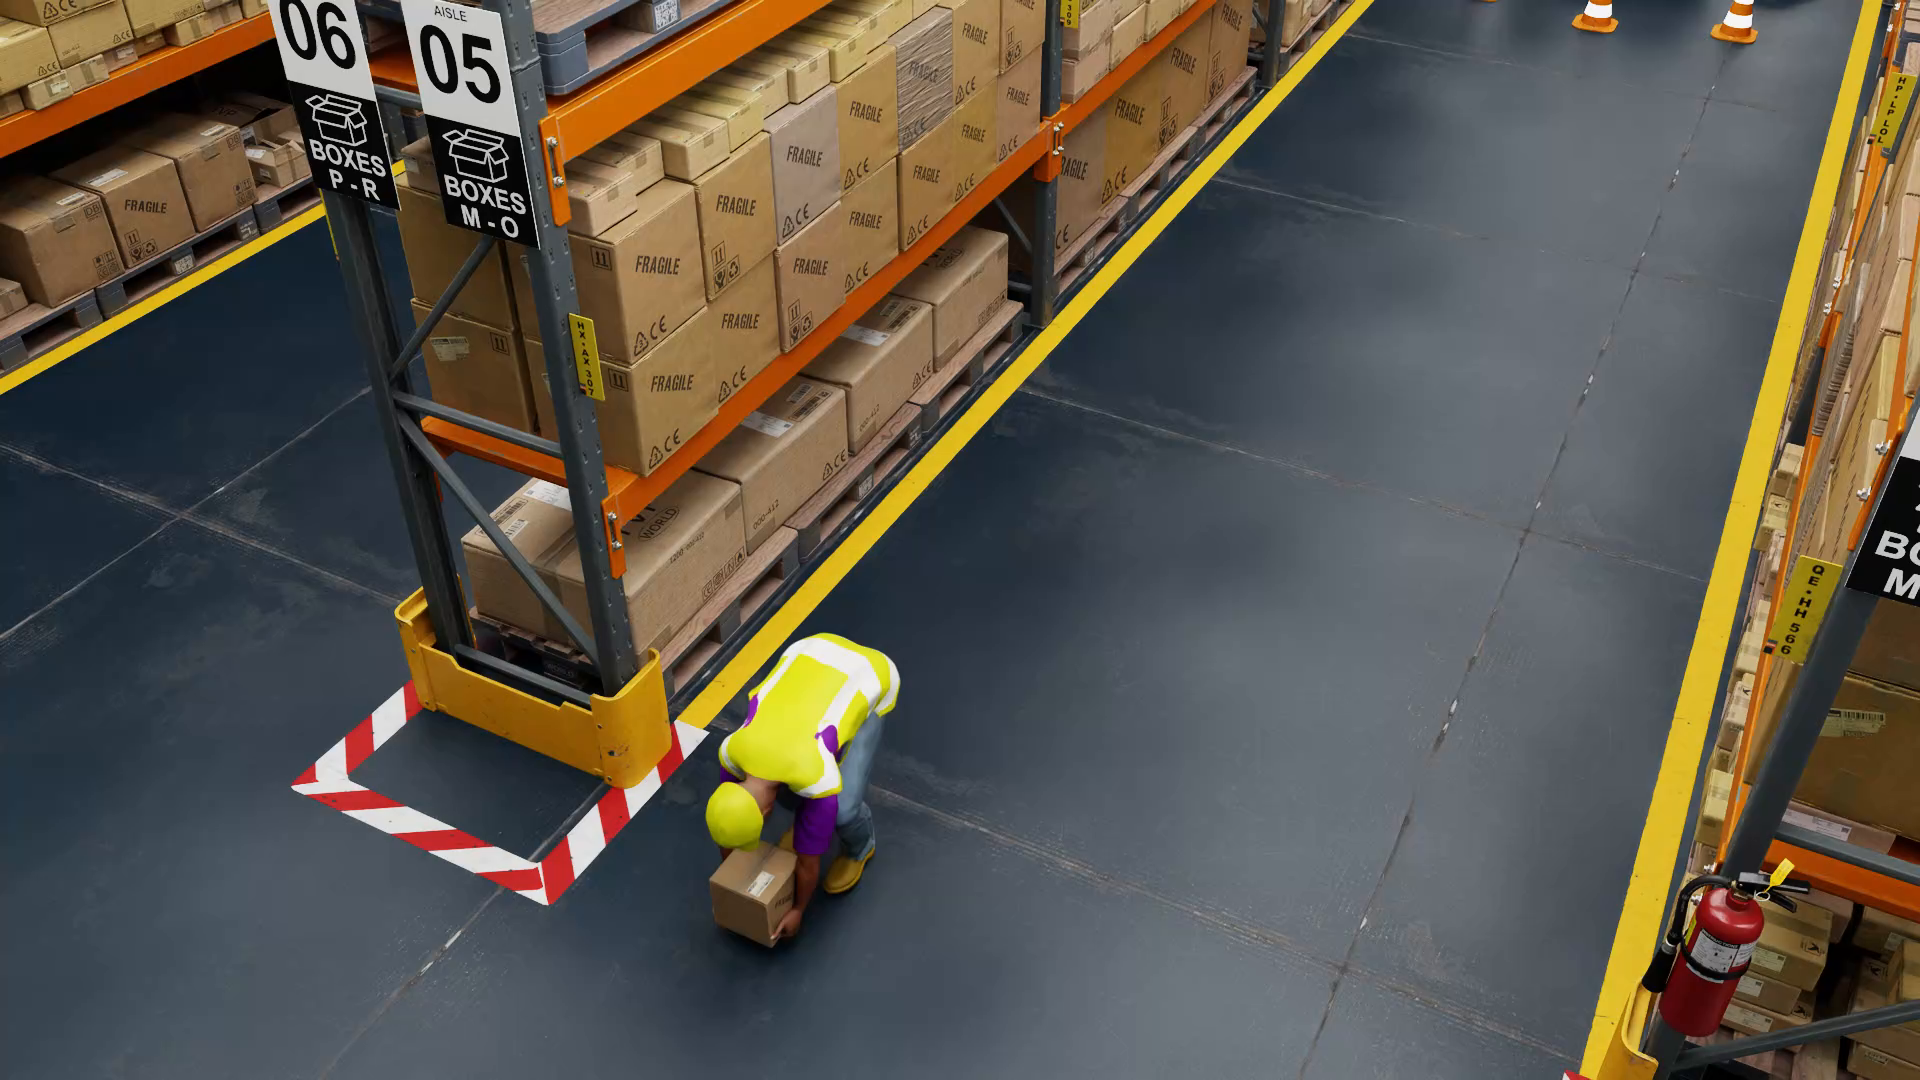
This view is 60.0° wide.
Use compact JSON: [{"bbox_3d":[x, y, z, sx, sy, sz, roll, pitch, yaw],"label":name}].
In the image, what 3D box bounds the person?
[{"bbox_3d":[-0.591,0.933,6.153,0.496,0.993,0.974,20,42,24],"label":"person"}]
